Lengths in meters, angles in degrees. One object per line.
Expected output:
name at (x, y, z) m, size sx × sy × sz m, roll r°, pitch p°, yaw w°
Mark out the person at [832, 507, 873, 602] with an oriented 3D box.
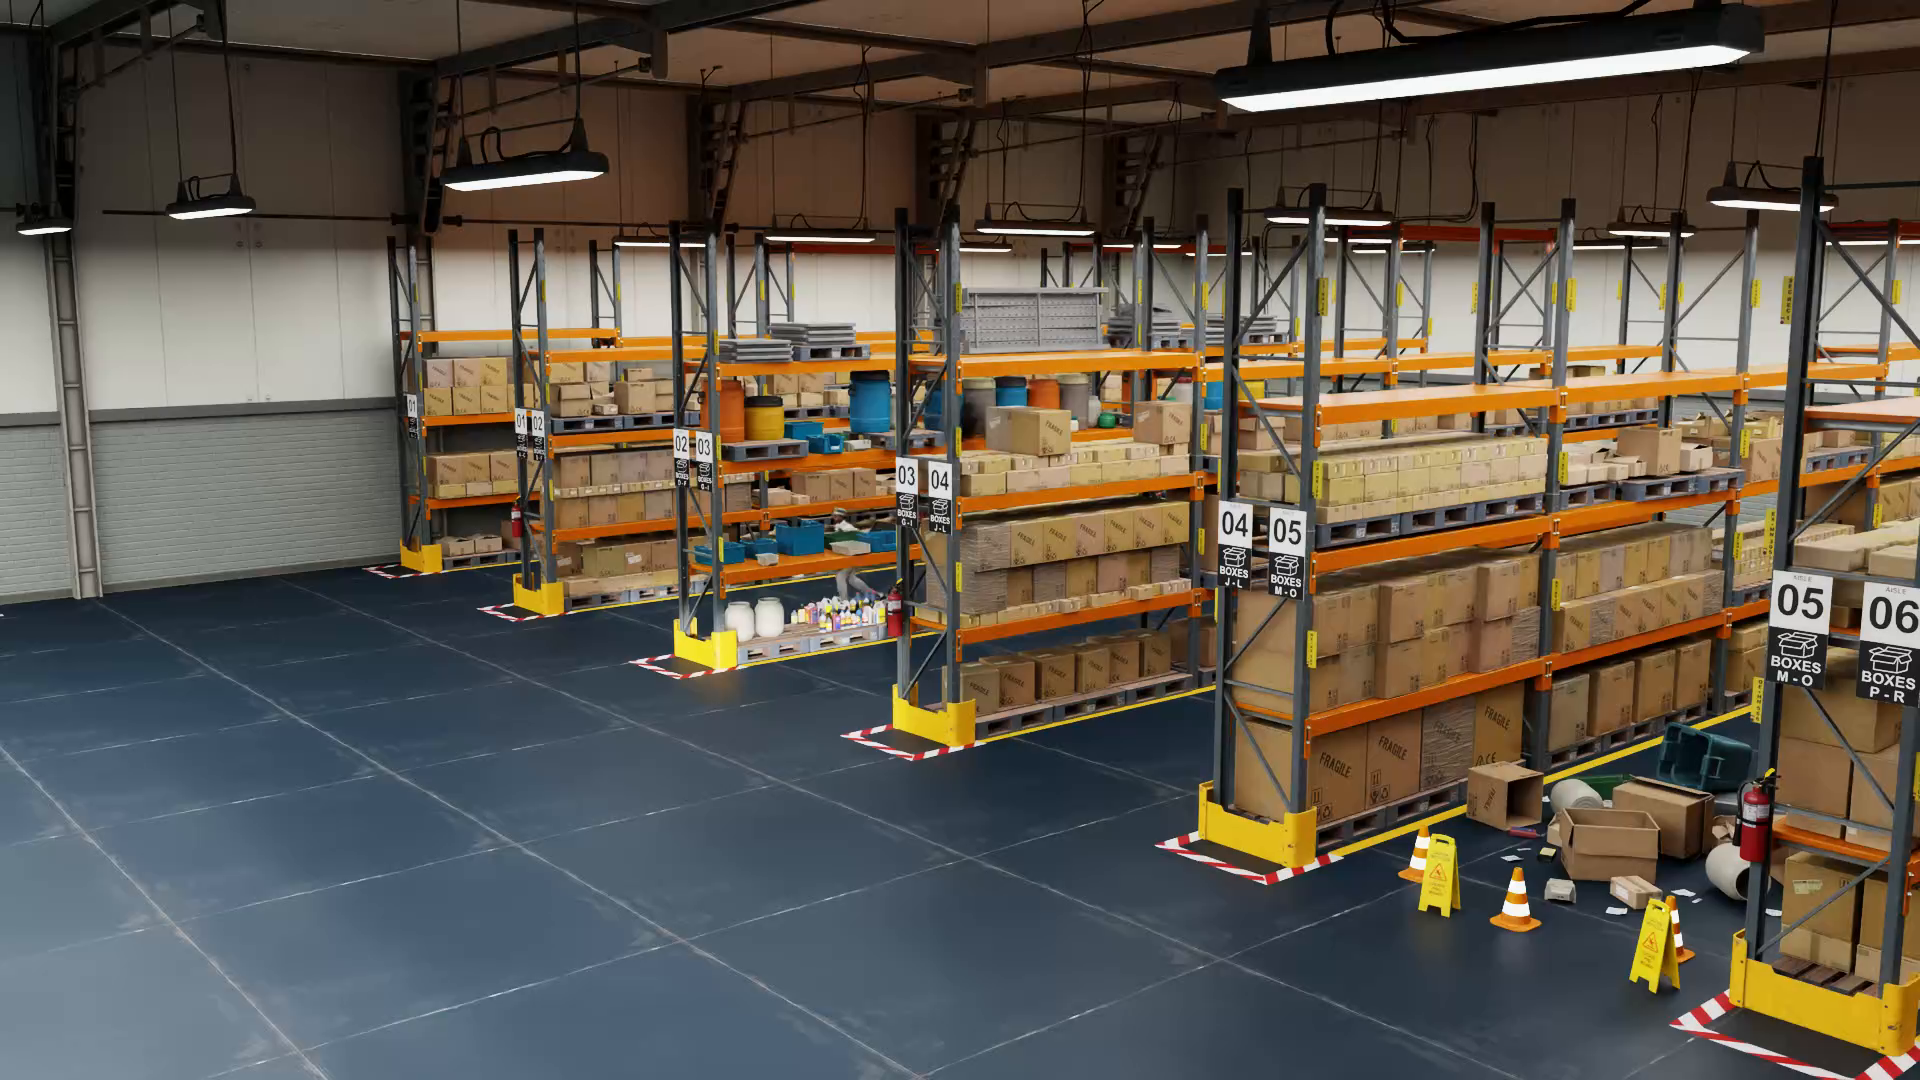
person at (-1.788, 0.310, 26.356) m, size 0.987 × 1.713 × 0.535 m, roll -4°, pitch 10°, yaw -24°
